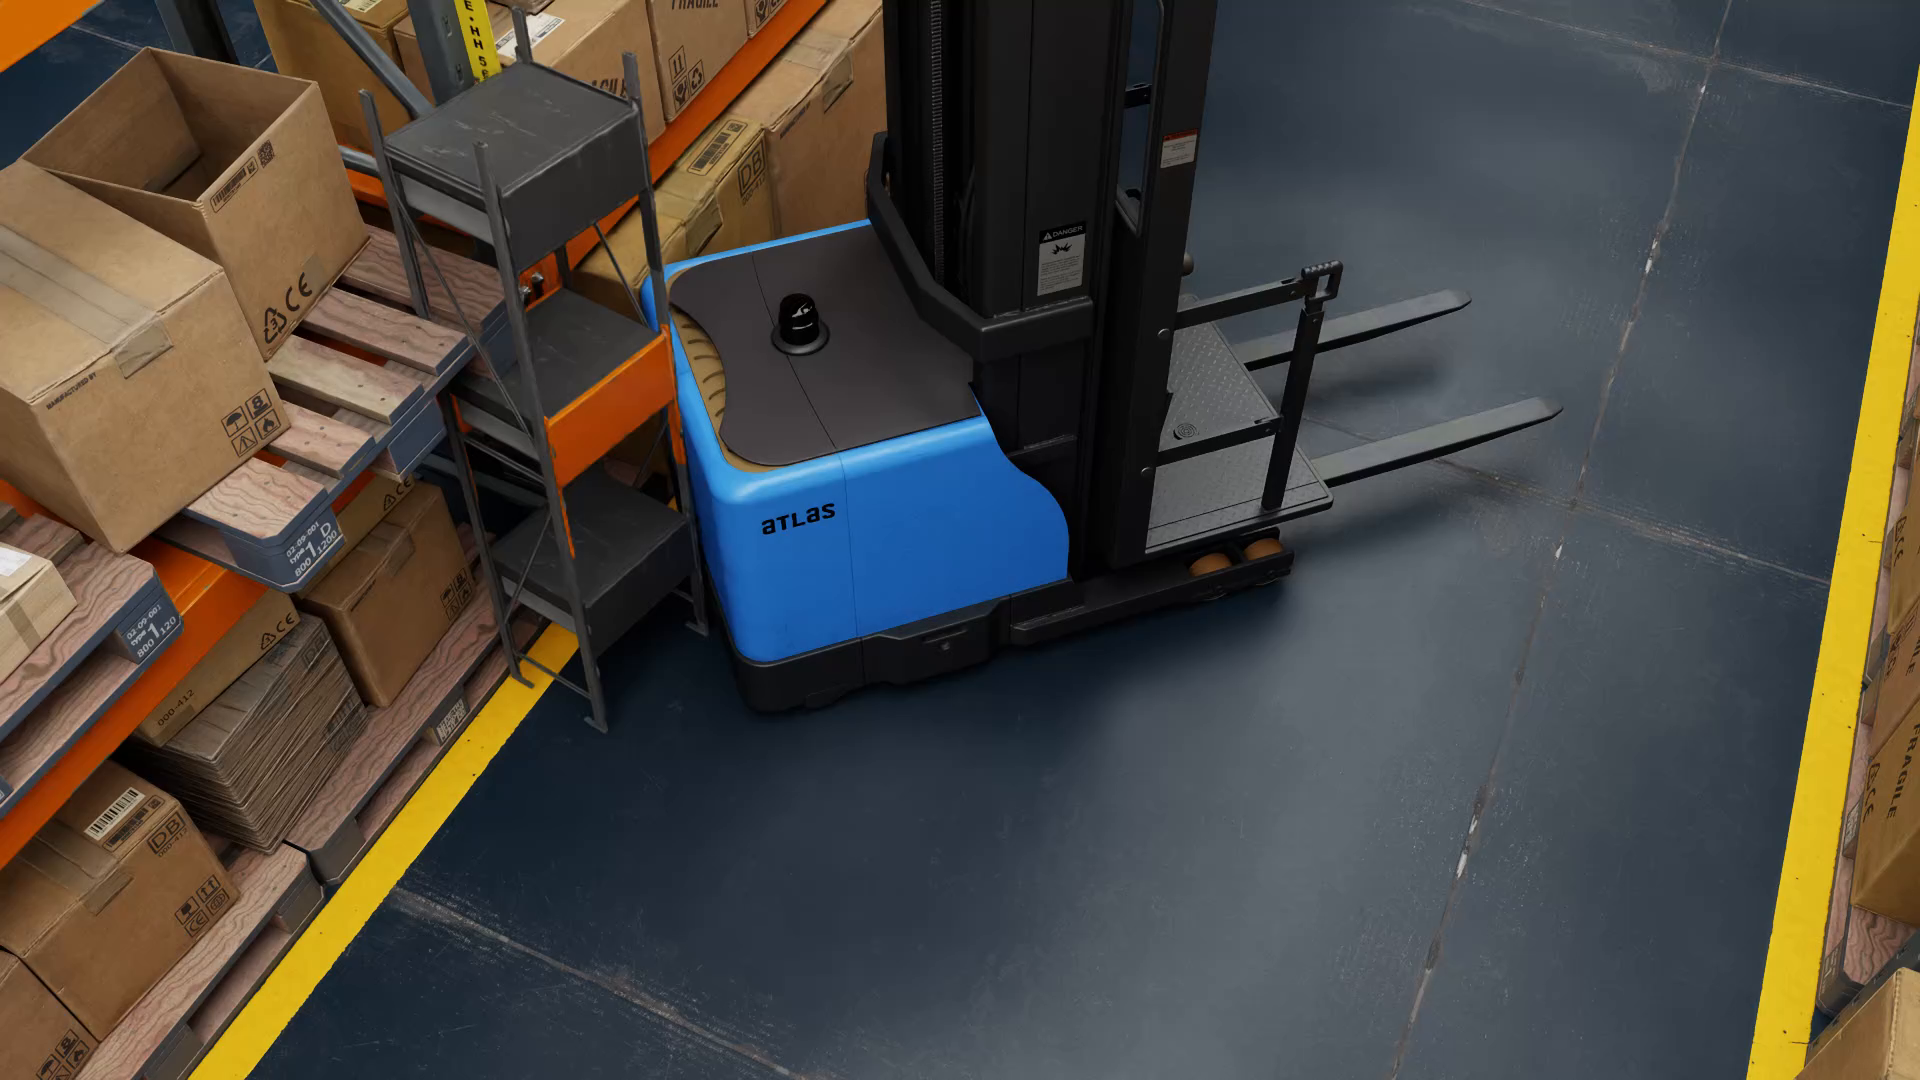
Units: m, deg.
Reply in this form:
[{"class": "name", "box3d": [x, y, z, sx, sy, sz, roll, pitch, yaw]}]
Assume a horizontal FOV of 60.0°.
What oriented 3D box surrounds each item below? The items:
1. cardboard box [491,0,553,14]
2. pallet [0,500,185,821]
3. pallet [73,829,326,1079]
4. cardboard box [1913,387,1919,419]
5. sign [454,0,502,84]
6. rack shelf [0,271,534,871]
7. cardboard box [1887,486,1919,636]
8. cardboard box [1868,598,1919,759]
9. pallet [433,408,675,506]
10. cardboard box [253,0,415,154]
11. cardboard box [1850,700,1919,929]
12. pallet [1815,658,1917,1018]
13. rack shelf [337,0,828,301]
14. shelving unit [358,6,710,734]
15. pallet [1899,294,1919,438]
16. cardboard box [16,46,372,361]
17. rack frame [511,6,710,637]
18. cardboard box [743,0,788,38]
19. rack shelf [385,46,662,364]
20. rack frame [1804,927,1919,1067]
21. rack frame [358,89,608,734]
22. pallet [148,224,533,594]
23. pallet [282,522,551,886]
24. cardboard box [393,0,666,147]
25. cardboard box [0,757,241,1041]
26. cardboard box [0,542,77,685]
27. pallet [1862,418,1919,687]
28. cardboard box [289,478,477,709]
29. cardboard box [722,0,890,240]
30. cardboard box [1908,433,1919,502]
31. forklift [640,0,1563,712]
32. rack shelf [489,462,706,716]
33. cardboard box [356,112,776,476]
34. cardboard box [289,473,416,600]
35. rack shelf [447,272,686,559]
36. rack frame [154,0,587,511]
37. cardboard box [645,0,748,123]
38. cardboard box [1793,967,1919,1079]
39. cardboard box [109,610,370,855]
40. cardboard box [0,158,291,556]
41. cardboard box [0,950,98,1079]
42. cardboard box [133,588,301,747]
[{"class": "cardboard box", "box3d": [-1.363, -1.915, 4.685, 0.797, 0.503, 0.637, 21, 53, 17]}, {"class": "pallet", "box3d": [-2.499, 0.380, 3.583, 1.003, 0.211, 1.213, 20, 52, 16]}, {"class": "pallet", "box3d": [-2.548, 1.219, 4.574, 1.003, 0.211, 1.213, 20, 52, 16]}, {"class": "cardboard box", "box3d": [3.680, -0.669, 5.715, 0.500, 0.500, 0.500, 22, 53, 18]}, {"class": "sign", "box3d": [-1.195, -1.239, 4.126, 0.100, 0.325, 0.005, 20, 52, 16]}, {"class": "rack shelf", "box3d": [-2.544, 0.551, 3.784, 1.077, 0.370, 4.000, 20, 52, 16]}, {"class": "cardboard box", "box3d": [3.233, 0.034, 5.117, 0.500, 0.500, 0.500, 18, 52, 14]}, {"class": "cardboard box", "box3d": [3.021, 0.404, 4.802, 0.500, 0.500, 0.500, 22, 53, 18]}, {"class": "pallet", "box3d": [-1.285, -0.674, 6.185, 1.003, 0.211, 1.213, 20, 52, 16]}, {"class": "cardboard box", "box3d": [-1.703, -1.512, 5.001, 0.500, 0.500, 0.500, 21, 53, 17]}, {"class": "cardboard box", "box3d": [2.796, 0.760, 4.499, 0.500, 0.500, 0.500, 20, 52, 16]}, {"class": "pallet", "box3d": [3.087, 0.990, 4.769, 1.003, 0.211, 1.213, 20, 52, 16]}, {"class": "rack shelf", "box3d": [-0.836, -2.203, 6.127, 1.077, 0.370, 4.000, 20, 52, 16]}, {"class": "shelving unit", "box3d": [-1.105, -0.361, 4.651, 0.431, 2.100, 0.503, 26, 50, 22]}, {"class": "pallet", "box3d": [4.129, -0.690, 6.198, 1.003, 0.211, 1.213, 20, 52, 16]}, {"class": "cardboard box", "box3d": [-1.885, -0.843, 4.156, 0.500, 0.500, 0.500, 14, 51, 12]}, {"class": "rack frame", "box3d": [-0.969, -0.503, 4.795, 0.400, 2.100, 0.015, 26, 50, 22]}, {"class": "cardboard box", "box3d": [-0.802, -2.047, 5.457, 0.500, 0.500, 0.500, 19, 52, 15]}, {"class": "rack shelf", "box3d": [-1.089, -0.842, 4.161, 0.431, 0.518, 0.480, 26, 50, 22]}, {"class": "rack frame", "box3d": [2.751, 0.624, 3.249, 1.000, 3.000, 0.127, 20, 52, 16]}, {"class": "rack frame", "box3d": [-1.241, -0.219, 4.506, 0.400, 2.100, 0.015, 26, 50, 22]}, {"class": "pallet", "box3d": [-1.898, -0.471, 4.308, 1.213, 0.211, 1.003, 20, 52, 16]}, {"class": "pallet", "box3d": [-2.025, 0.382, 5.286, 1.003, 0.211, 1.213, 20, 52, 16]}, {"class": "cardboard box", "box3d": [-1.236, -1.338, 4.853, 0.500, 0.500, 0.500, 21, 53, 17]}, {"class": "cardboard box", "box3d": [-2.420, 0.855, 4.405, 0.700, 0.500, 0.500, 24, 54, 19]}, {"class": "cardboard box", "box3d": [-2.158, 0.085, 3.521, 0.396, 0.266, 0.258, 18, 52, 15]}, {"class": "pallet", "box3d": [3.609, 0.153, 5.481, 1.003, 0.211, 1.213, 20, 52, 16]}, {"class": "cardboard box", "box3d": [-1.958, 0.076, 5.068, 0.700, 0.500, 0.500, 17, 52, 14]}, {"class": "cardboard box", "box3d": [-0.989, -1.586, 6.250, 1.225, 0.875, 0.875, 20, 52, 16]}, {"class": "cardboard box", "box3d": [3.469, -0.304, 5.404, 0.500, 0.500, 0.500, 21, 53, 17]}, {"class": "forklift", "box3d": [0.588, -1.112, 4.772, 3.031, 2.935, 1.130, -15, 51, -13]}, {"class": "rack shelf", "box3d": [-1.122, 0.140, 5.159, 0.431, 0.518, 0.480, 26, 50, 22]}, {"class": "cardboard box", "box3d": [-1.376, -0.975, 5.729, 1.225, 0.875, 0.875, 18, 52, 14]}, {"class": "cardboard box", "box3d": [-1.949, -0.163, 4.780, 0.500, 0.250, 0.500, 22, 53, 18]}, {"class": "rack shelf", "box3d": [-1.105, -0.351, 4.660, 0.431, 0.518, 0.480, 26, 50, 22]}, {"class": "rack frame", "box3d": [-1.690, -1.059, 4.682, 1.000, 3.000, 0.127, 20, 52, 16]}, {"class": "cardboard box", "box3d": [-1.018, -1.693, 5.156, 0.500, 0.500, 0.500, 19, 52, 15]}, {"class": "cardboard box", "box3d": [2.410, 1.607, 3.614, 1.050, 0.750, 0.750, 19, 52, 16]}, {"class": "cardboard box", "box3d": [-2.184, 0.462, 4.739, 0.700, 0.500, 0.500, 16, 51, 13]}, {"class": "cardboard box", "box3d": [-2.033, -0.426, 3.801, 0.700, 0.500, 0.500, 27, 55, 21]}, {"class": "cardboard box", "box3d": [-2.658, 1.239, 4.078, 0.700, 0.500, 0.500, 16, 51, 13]}, {"class": "cardboard box", "box3d": [-2.167, 0.205, 4.466, 0.500, 0.250, 0.500, 25, 54, 20]}]
